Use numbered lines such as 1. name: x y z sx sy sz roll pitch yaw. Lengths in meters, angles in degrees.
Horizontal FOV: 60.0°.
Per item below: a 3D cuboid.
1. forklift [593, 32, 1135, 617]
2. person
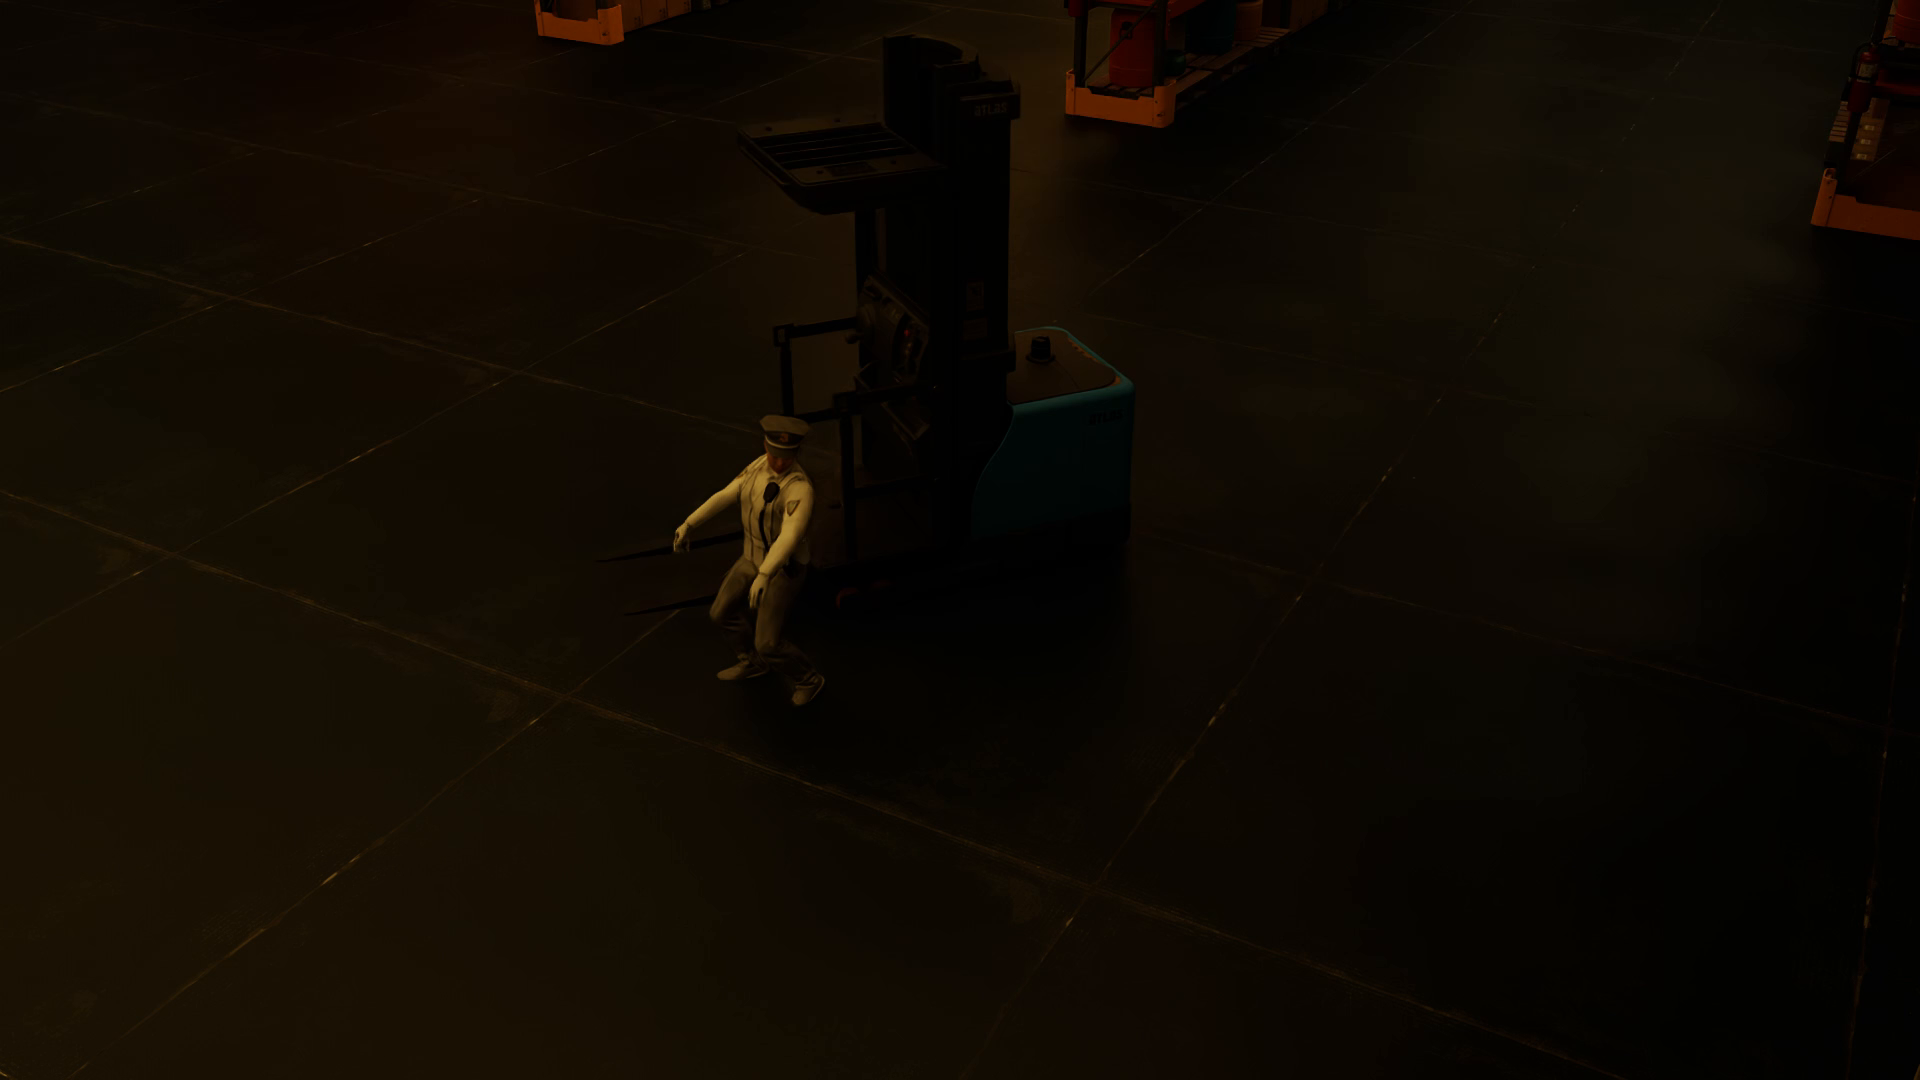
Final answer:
1. forklift: -0.556 -1.141 9.048 3.031 2.935 1.130 -13 32 -21
2. person: -0.966 0.186 8.216 0.615 1.614 0.810 -19 35 -29
